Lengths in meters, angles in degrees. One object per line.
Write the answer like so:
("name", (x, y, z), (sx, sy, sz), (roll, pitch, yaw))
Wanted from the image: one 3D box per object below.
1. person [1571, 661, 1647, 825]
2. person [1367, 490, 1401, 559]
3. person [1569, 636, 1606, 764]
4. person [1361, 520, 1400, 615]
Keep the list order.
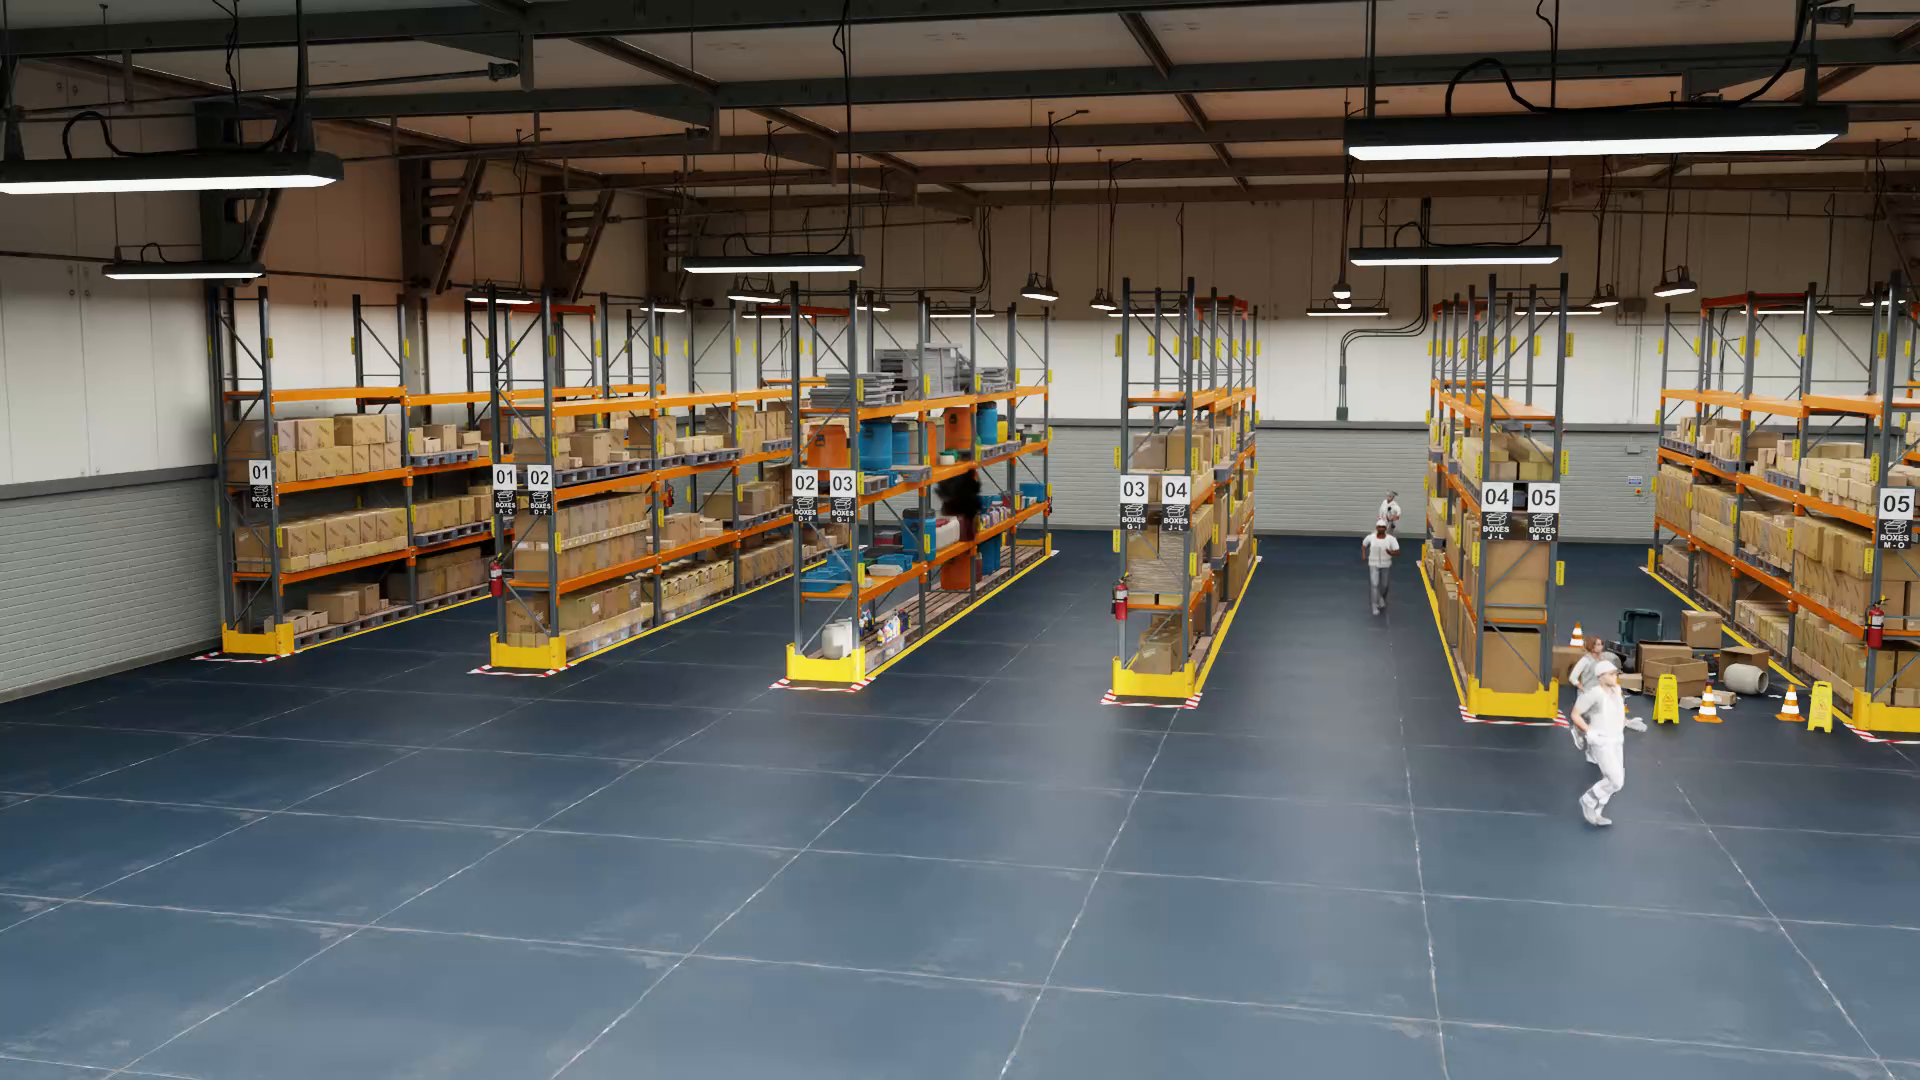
("person", (6.789, 2.136, 17.348), (0.643, 1.742, 0.584), (-5, 8, -37))
("person", (10.123, -0.351, 39.421), (0.651, 1.728, 0.844), (-4, 8, -29))
("person", (7.628, 1.921, 20.157), (0.529, 1.556, 0.602), (-3, 7, -26))
("person", (7.942, 0.489, 31.435), (0.700, 1.754, 0.989), (1, 7, 12))
